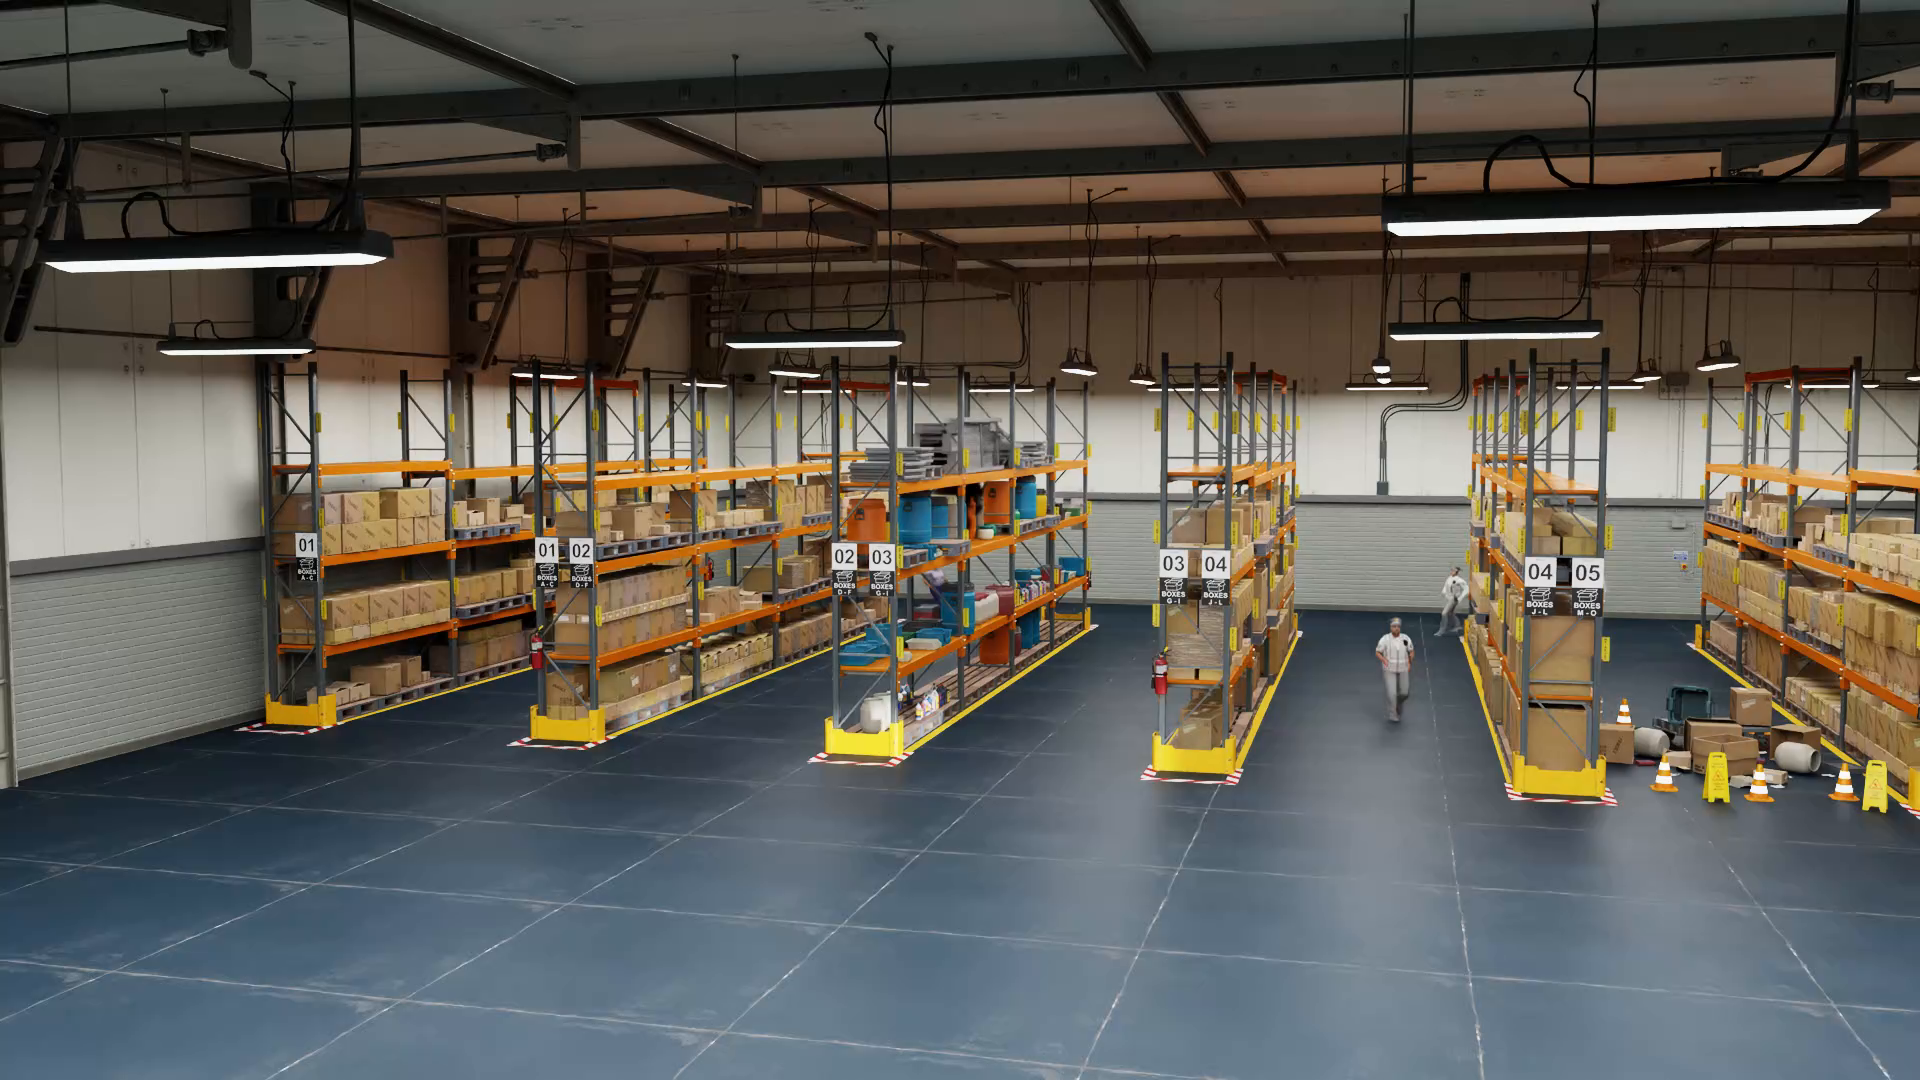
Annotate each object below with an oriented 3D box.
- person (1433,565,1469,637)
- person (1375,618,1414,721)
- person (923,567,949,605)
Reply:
[{"bbox_3d":[11.533,1.434,38.954,0.816,1.715,0.680,-1,4,-16],"label":"person"},{"bbox_3d":[7.327,2.166,27.967,0.659,1.732,0.622,0,4,3],"label":"person"},{"bbox_3d":[-0.551,1.261,41.969,0.611,1.595,0.558,-4,6,-45],"label":"person"}]
